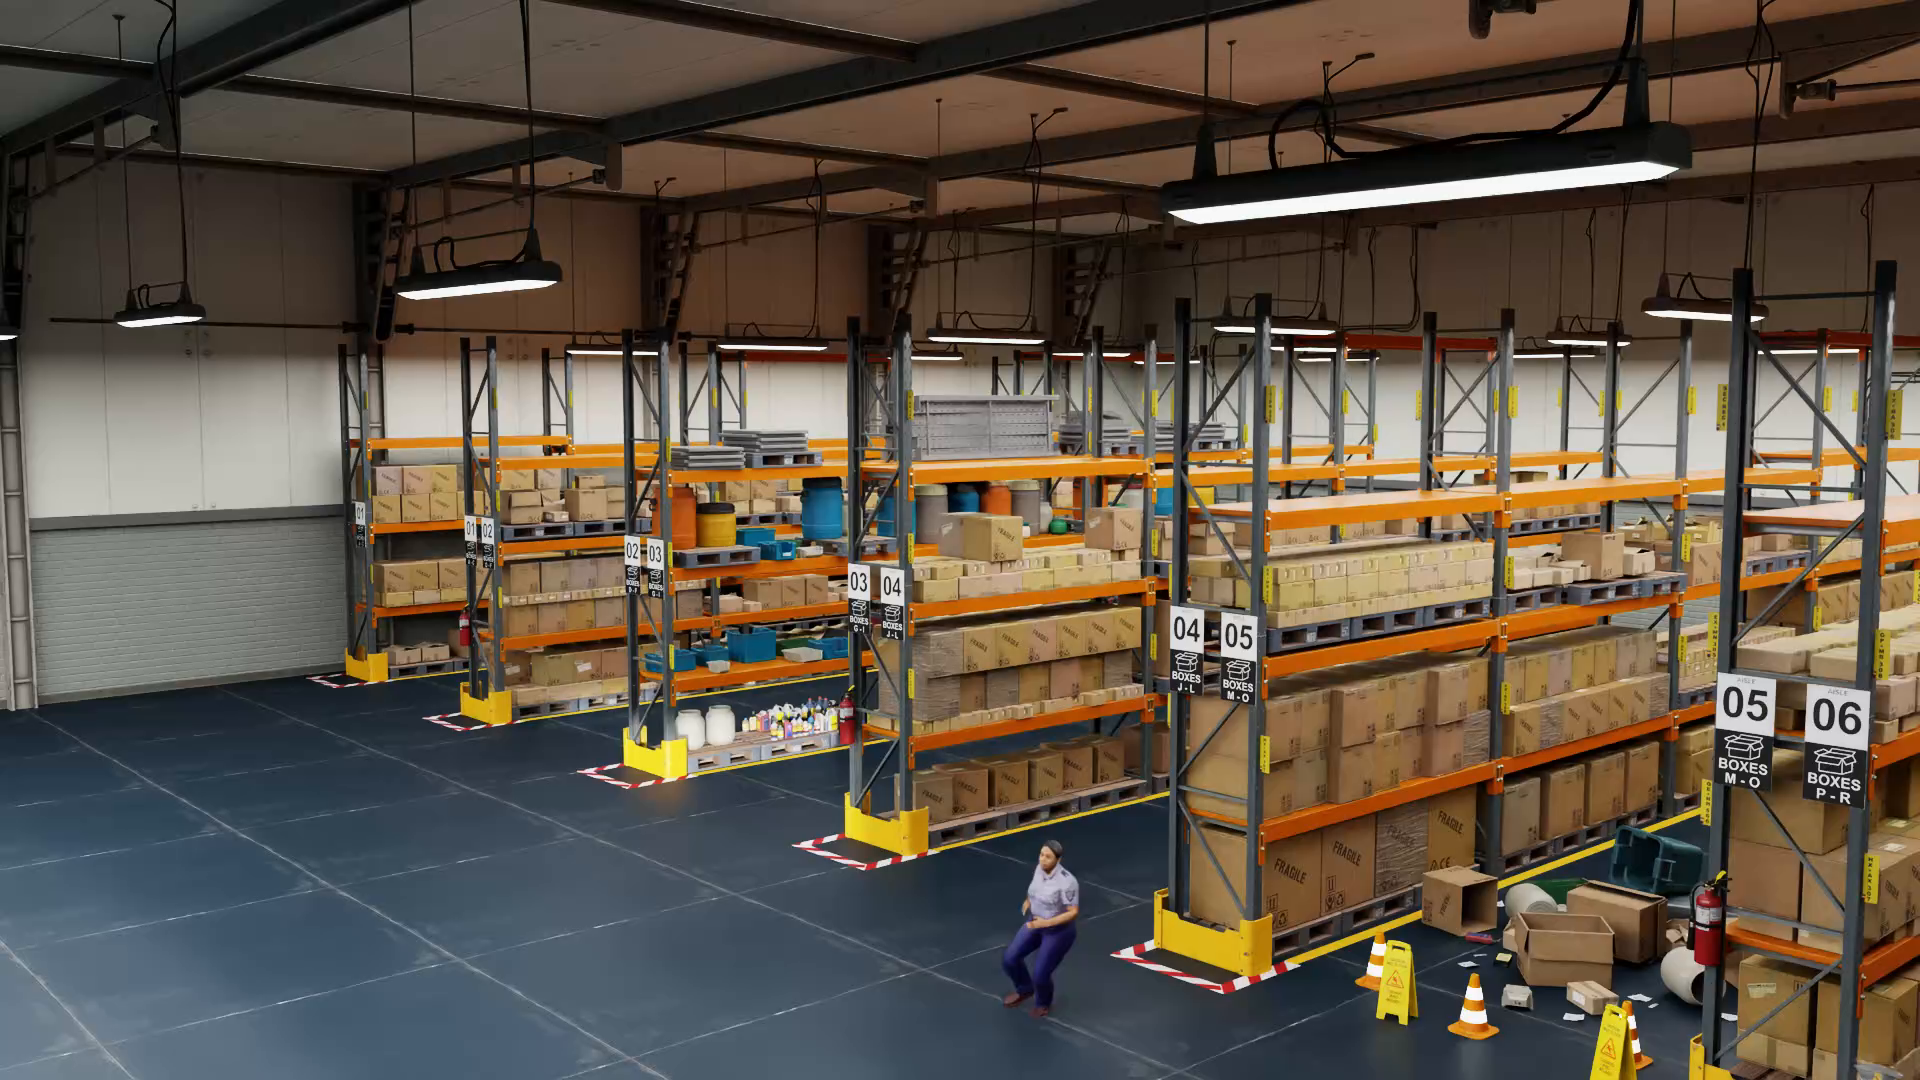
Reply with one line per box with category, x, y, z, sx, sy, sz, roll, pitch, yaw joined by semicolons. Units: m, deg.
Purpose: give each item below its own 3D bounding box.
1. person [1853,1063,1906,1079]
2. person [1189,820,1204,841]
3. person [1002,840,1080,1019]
person;5.009;3.591;9.169;0.604;1.543;0.785;3;6;34
person;2.697;2.791;17.447;0.637;1.693;0.813;-1;5;-11
person;0.653;3.206;13.572;0.781;1.580;0.615;4;7;39
